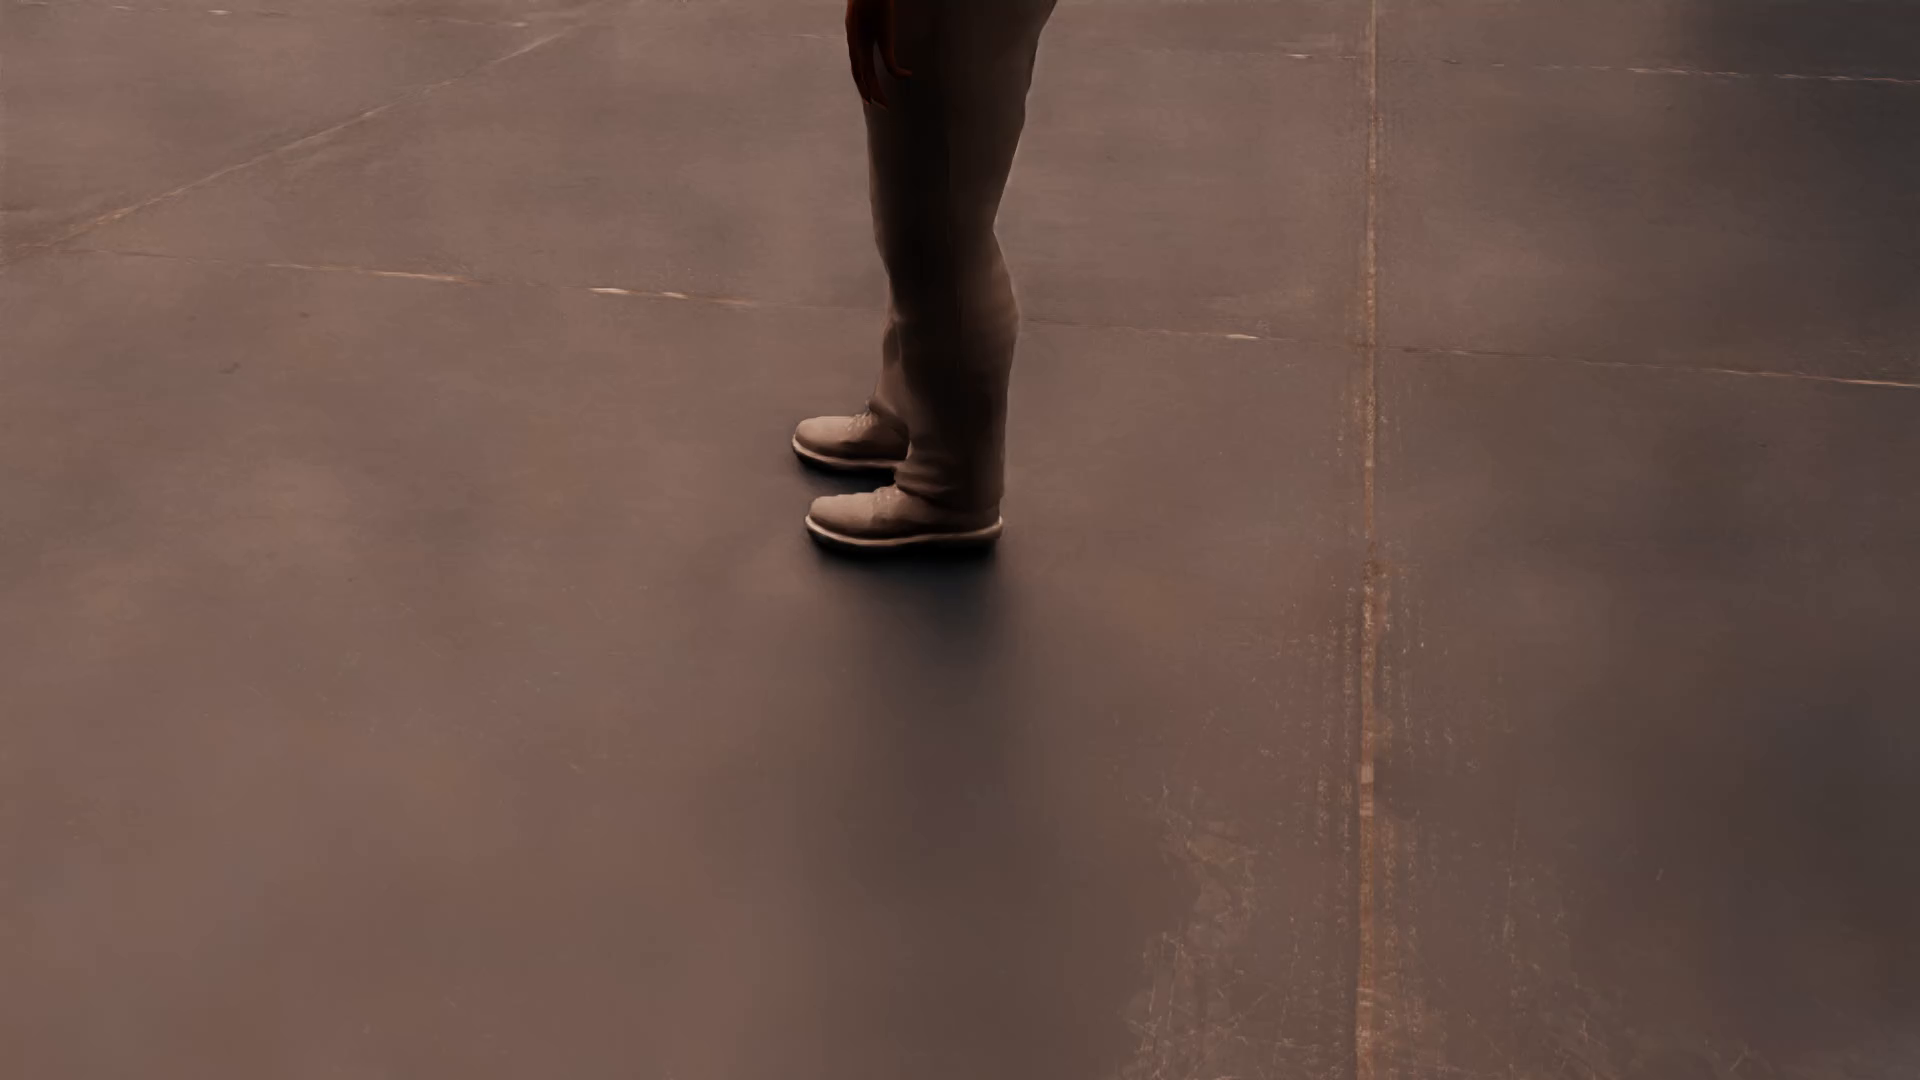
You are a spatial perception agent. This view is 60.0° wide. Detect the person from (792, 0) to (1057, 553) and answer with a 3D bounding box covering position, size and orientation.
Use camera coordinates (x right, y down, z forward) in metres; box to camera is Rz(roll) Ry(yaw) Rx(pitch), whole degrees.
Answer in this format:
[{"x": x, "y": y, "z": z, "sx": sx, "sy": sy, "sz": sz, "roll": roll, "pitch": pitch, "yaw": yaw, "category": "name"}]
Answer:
[{"x": -0.069, "y": -0.780, "z": 2.146, "sx": 0.529, "sy": 1.695, "sz": 0.570, "roll": 6, "pitch": 27, "yaw": 11, "category": "person"}]
